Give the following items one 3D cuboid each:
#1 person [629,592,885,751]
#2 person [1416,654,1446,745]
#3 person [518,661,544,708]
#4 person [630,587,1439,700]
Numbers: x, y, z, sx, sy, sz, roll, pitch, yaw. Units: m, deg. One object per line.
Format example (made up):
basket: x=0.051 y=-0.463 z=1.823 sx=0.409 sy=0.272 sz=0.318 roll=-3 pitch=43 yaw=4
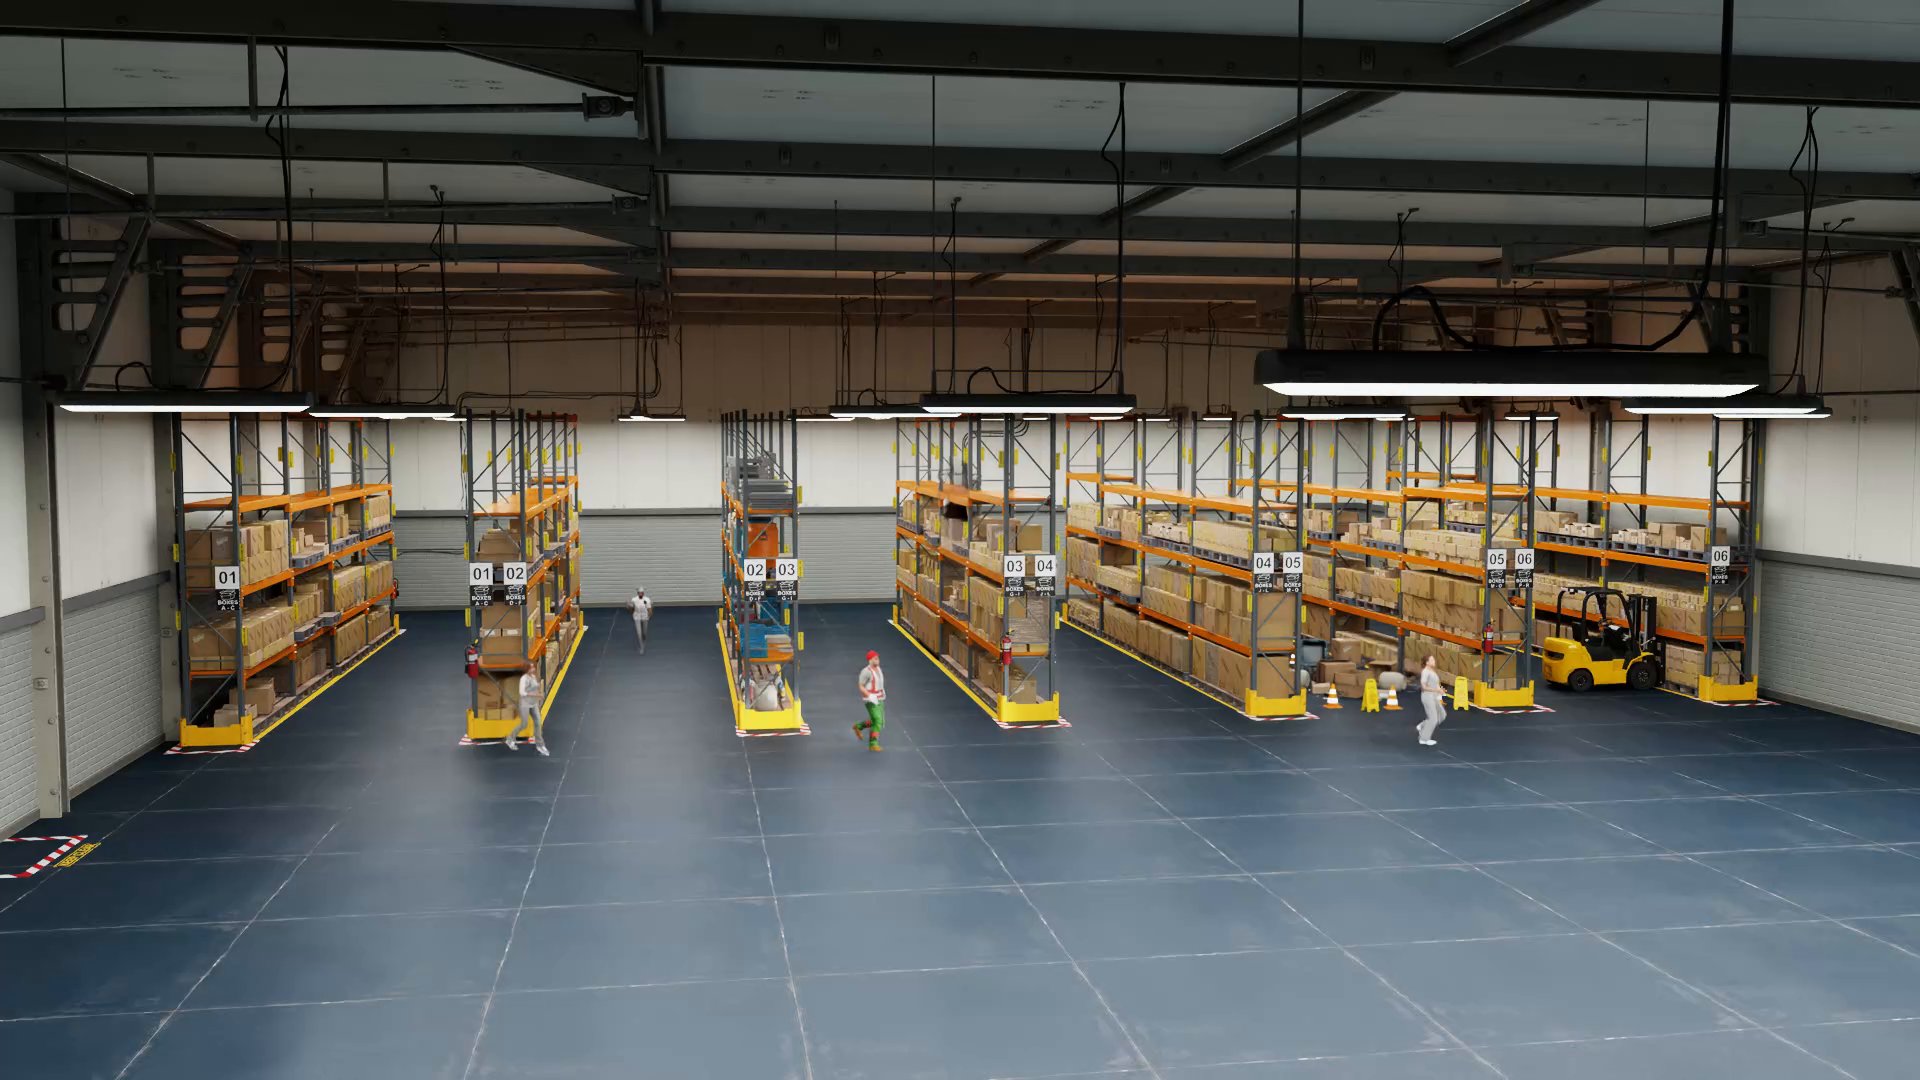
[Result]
person: x=-4.795 y=2.382 z=35.429 sx=12.225 sy=1.760 sz=8.497 roll=2 pitch=5 yaw=29
person: x=8.404 y=2.837 z=29.627 sx=0.568 sy=1.624 sz=0.558 roll=3 pitch=5 yaw=33
person: x=-7.403 y=2.490 z=28.767 sx=0.524 sy=0.794 sz=0.547 roll=1 pitch=4 yaw=18
person: x=0.175 y=2.406 z=35.745 sx=12.471 sy=1.675 sz=17.204 roll=-1 pitch=4 yaw=-18
